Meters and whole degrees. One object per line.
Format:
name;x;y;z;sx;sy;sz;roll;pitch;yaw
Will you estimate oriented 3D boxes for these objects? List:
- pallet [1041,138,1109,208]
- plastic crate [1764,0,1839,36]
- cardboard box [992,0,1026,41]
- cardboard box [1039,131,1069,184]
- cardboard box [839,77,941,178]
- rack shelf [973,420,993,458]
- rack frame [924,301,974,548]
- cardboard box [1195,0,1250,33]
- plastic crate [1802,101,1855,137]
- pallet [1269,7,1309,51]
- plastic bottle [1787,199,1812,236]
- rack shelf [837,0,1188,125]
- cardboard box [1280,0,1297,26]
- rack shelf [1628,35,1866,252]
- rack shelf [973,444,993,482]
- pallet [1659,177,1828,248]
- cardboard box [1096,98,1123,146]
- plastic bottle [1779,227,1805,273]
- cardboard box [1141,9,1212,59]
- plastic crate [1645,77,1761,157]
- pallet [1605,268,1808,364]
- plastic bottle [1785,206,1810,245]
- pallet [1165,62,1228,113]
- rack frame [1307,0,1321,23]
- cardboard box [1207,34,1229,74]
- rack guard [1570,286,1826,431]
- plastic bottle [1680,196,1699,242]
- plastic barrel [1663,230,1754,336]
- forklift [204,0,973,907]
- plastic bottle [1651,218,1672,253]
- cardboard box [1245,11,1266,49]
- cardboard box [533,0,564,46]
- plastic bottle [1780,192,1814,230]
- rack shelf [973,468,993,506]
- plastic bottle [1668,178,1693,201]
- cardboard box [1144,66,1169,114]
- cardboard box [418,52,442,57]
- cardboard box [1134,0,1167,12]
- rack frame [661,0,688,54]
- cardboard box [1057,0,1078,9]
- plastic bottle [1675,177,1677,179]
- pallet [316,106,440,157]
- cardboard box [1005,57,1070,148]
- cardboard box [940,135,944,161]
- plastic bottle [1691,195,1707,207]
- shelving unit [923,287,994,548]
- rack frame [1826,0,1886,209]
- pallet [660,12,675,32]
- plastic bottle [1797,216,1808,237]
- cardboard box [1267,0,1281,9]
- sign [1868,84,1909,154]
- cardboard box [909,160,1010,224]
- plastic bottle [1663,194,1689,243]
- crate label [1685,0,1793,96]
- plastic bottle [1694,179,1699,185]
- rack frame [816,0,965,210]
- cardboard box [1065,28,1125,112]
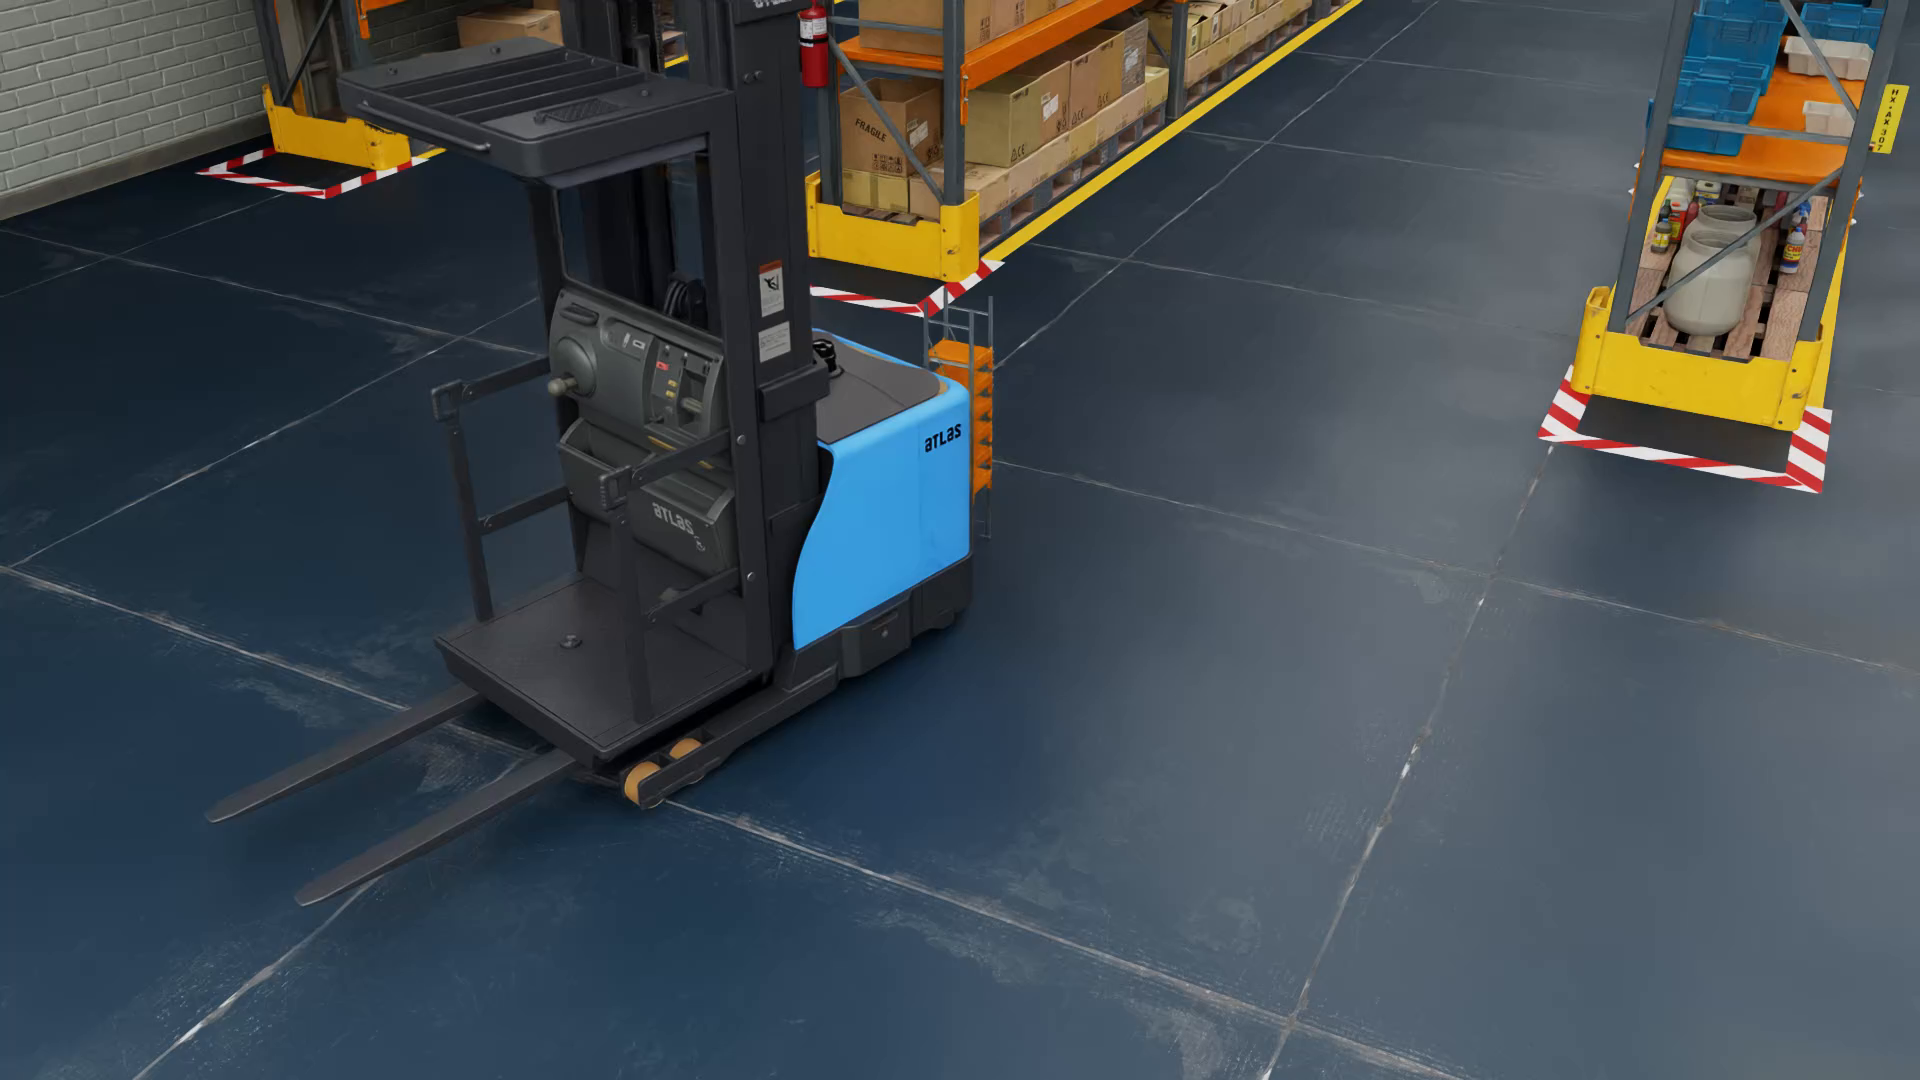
pallet;0.425;-2.830;12.466;1.003;0.211;1.213;14;33;23
plastic crate;5.435;-3.570;11.016;0.767;0.338;0.504;14;33;23
cardboard box;0.016;-3.633;10.964;0.700;0.500;0.500;15;33;25
cardboard box;0.452;-2.773;11.906;0.500;0.250;0.500;14;33;23
cardboard box;-0.464;-2.772;11.152;0.500;0.500;0.500;14;33;23
rack shelf;-0.007;-0.475;7.462;0.258;0.103;0.180;14;33;23
rack frame;-0.048;-0.473;7.369;0.240;1.200;0.006;14;33;23
cardboard box;2.257;-4.735;14.760;0.500;0.311;0.500;13;32;22
plastic crate;4.659;-2.236;8.896;0.298;0.136;0.250;14;33;23
pallet;2.792;-5.133;16.477;1.003;0.211;1.213;14;33;23
plastic bottle;5.362;-2.053;10.612;0.097;0.271;0.097;0;30;0
rack shelf;0.468;-3.727;11.950;1.077;0.370;4.000;14;33;23
cardboard box;2.947;-5.170;16.081;0.500;0.250;0.500;14;33;23
rack shelf;4.876;-2.601;9.990;1.077;0.370;4.000;14;33;23
rack shelf;-0.007;-0.371;7.522;0.258;0.103;0.180;14;33;23
pallet;5.444;-2.302;11.547;1.003;0.211;1.213;14;33;23
cardboard box;0.911;-3.215;12.677;0.500;0.250;0.500;14;33;23
plastic bottle;5.068;-1.767;10.113;0.097;0.271;0.097;0;30;0
cardboard box;1.789;-4.285;13.976;0.500;0.311;0.500;14;33;23
plastic crate;3.927;-2.252;8.809;0.499;0.251;0.616;14;33;23
pallet;4.333;-1.221;9.664;1.003;0.211;1.213;14;33;23
plastic bottle;5.270;-1.964;10.455;0.097;0.271;0.097;0;30;0
pallet;1.680;-4.051;14.593;1.003;0.211;1.213;14;33;23
rack frame;3.201;-6.698;16.403;1.000;3.000;0.127;14;33;23
cardboard box;2.018;-4.264;14.502;0.500;0.250;0.500;15;33;24
rack guard;3.958;-0.987;8.967;1.175;0.500;0.348;14;33;23
plastic bottle;4.646;-2.035;10.567;0.061;0.283;0.133;14;33;23
plastic barrel;4.197;-1.439;9.320;0.421;0.512;0.421;0;30;0
forklift;-1.311;-0.582;5.820;1.130;2.935;3.031;25;38;36
plastic bottle;4.411;-1.918;10.445;0.097;0.201;0.097;0;30;0
cardboard box;2.484;-4.719;15.296;0.500;0.250;0.500;15;33;24
cardboard box;-3.469;-4.685;14.965;0.500;0.500;0.500;12;32;20
plastic bottle;5.438;-2.159;10.791;0.152;0.276;0.135;15;33;24
rack shelf;-0.007;-0.267;7.582;0.258;0.103;0.180;14;33;23
plastic bottle;4.686;-2.224;10.828;0.144;0.351;0.185;16;33;25
cardboard box;1.363;-3.660;13.450;0.500;0.250;0.500;14;33;23
cardboard box;-4.199;-3.838;13.679;0.500;0.311;0.500;17;34;27
cardboard box;1.540;-4.635;14.585;0.500;0.311;0.500;15;33;25
rack frame;-3.032;-6.047;15.269;1.000;3.000;0.127;14;33;23
cardboard box;0.484;-4.086;11.753;0.700;0.500;0.500;15;33;25
plastic bottle;4.852;-2.402;11.206;0.061;0.283;0.133;16;33;25
pallet;-4.418;-3.451;13.547;1.003;0.211;1.213;14;33;23
cardboard box;0.442;-3.101;11.724;0.500;0.500;0.500;14;33;23
cardboard box;-0.245;-2.671;11.728;0.500;0.250;0.500;14;33;23
plastic bottle;4.813;-2.151;10.852;0.097;0.201;0.097;0;30;0
shelving unit;-0.007;-0.514;7.440;0.258;1.200;0.189;14;33;23
rack frame;5.787;-3.800;11.355;1.000;3.000;0.127;14;33;23
pallet;-2.679;-5.184;16.565;1.003;0.211;1.213;14;33;23
plastic bottle;5.188;-1.869;10.278;0.061;0.283;0.133;15;33;24
cardboard box;2.719;-5.188;15.549;0.500;0.311;0.500;14;33;23
sign;4.453;-2.020;7.977;0.100;0.325;0.005;14;33;23
cardboard box;-0.001;-2.329;11.133;0.500;0.250;0.500;14;33;23
plastic bottle;4.551;-2.055;10.610;0.152;0.276;0.135;15;33;24
crate label;4.563;-2.919;9.786;0.502;0.435;0.616;14;33;23
plastic bottle;4.930;-2.386;11.192;0.097;0.271;0.097;0;30;0
rack frame;-0.443;-3.152;10.227;1.000;3.000;0.127;14;33;23
cardboard box;0.900;-3.543;12.495;0.500;0.500;0.500;14;33;23
